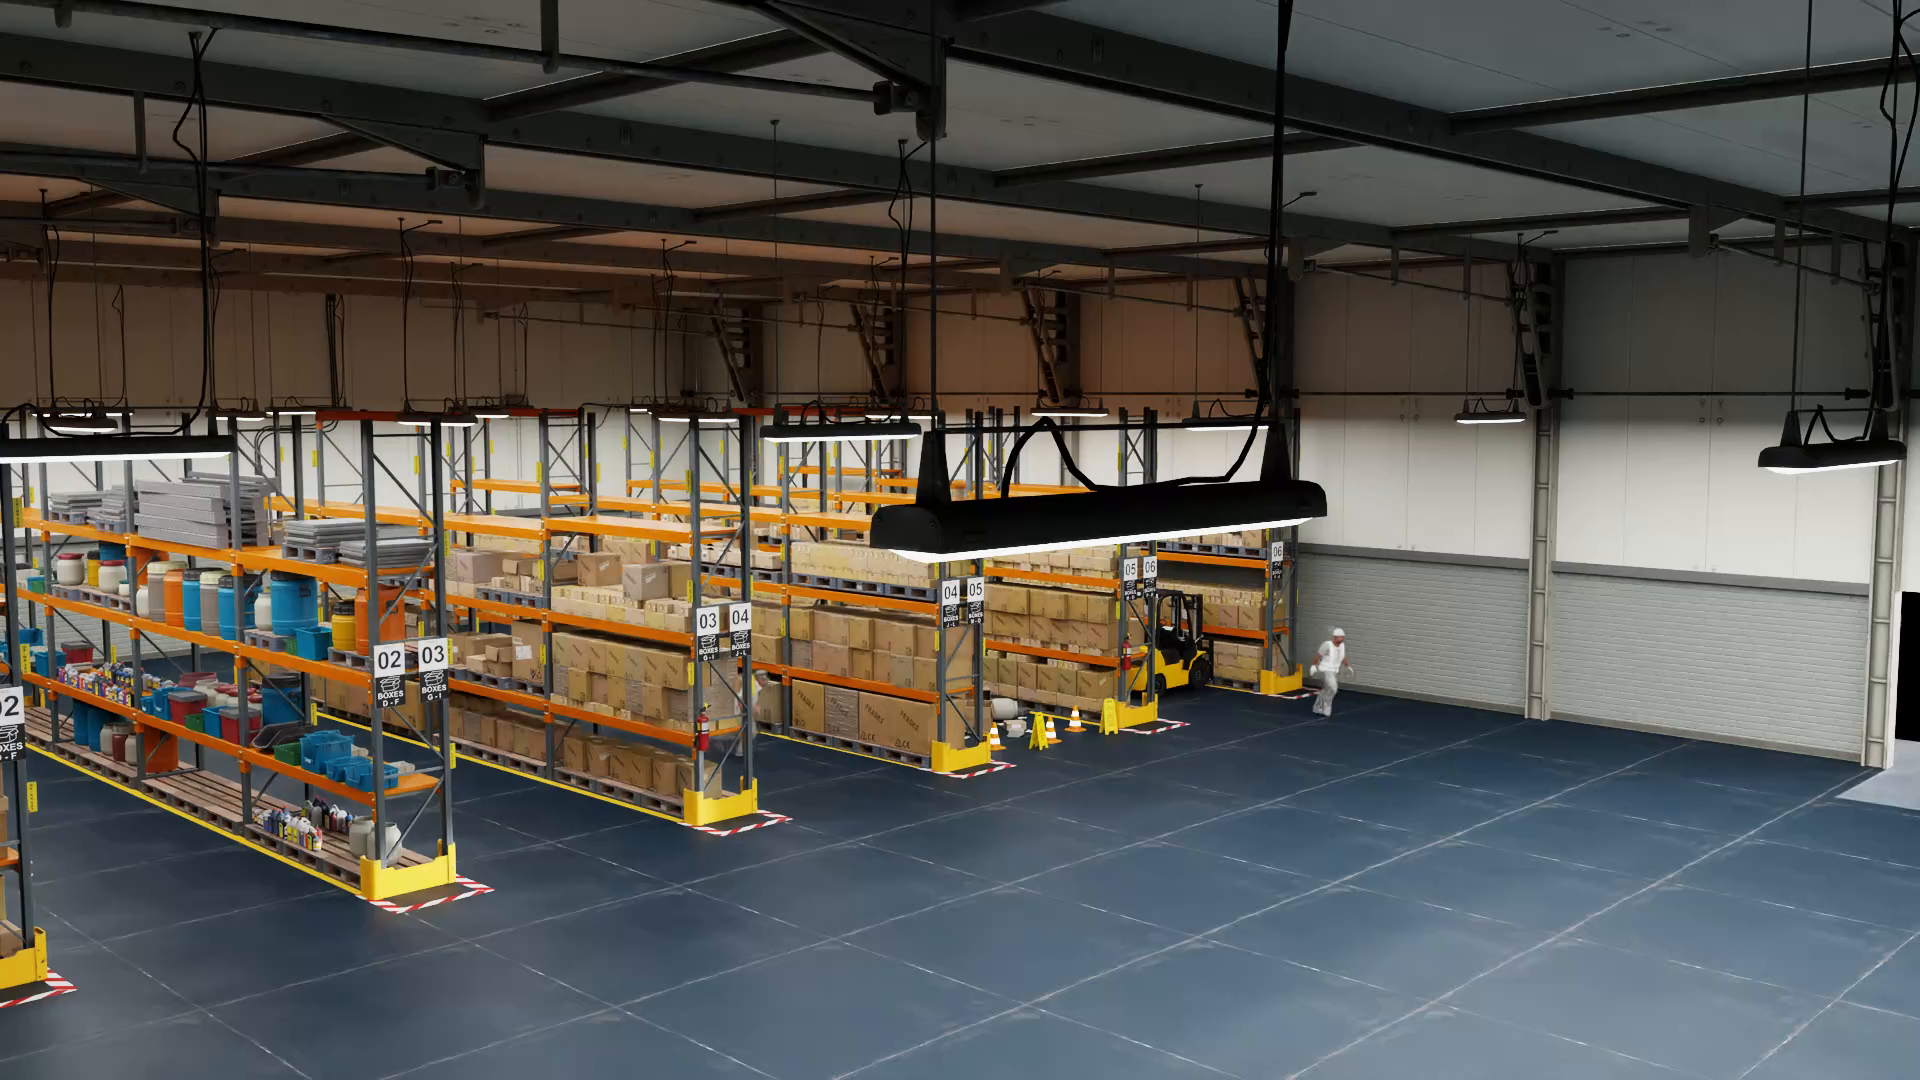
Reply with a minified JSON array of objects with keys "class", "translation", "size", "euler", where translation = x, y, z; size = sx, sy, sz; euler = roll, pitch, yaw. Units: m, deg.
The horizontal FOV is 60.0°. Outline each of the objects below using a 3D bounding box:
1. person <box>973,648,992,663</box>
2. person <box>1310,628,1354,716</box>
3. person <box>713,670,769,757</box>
[{"class":"person","translation":[0.600,2.070,38.402],"size":[0.927,1.744,0.720],"euler":[3,6,31]},{"class":"person","translation":[7.266,2.570,32.544],"size":[0.651,1.716,0.772],"euler":[-4,7,-40]},{"class":"person","translation":[-3.815,3.020,28.840],"size":[1.028,1.554,0.668],"euler":[1,5,11]}]
